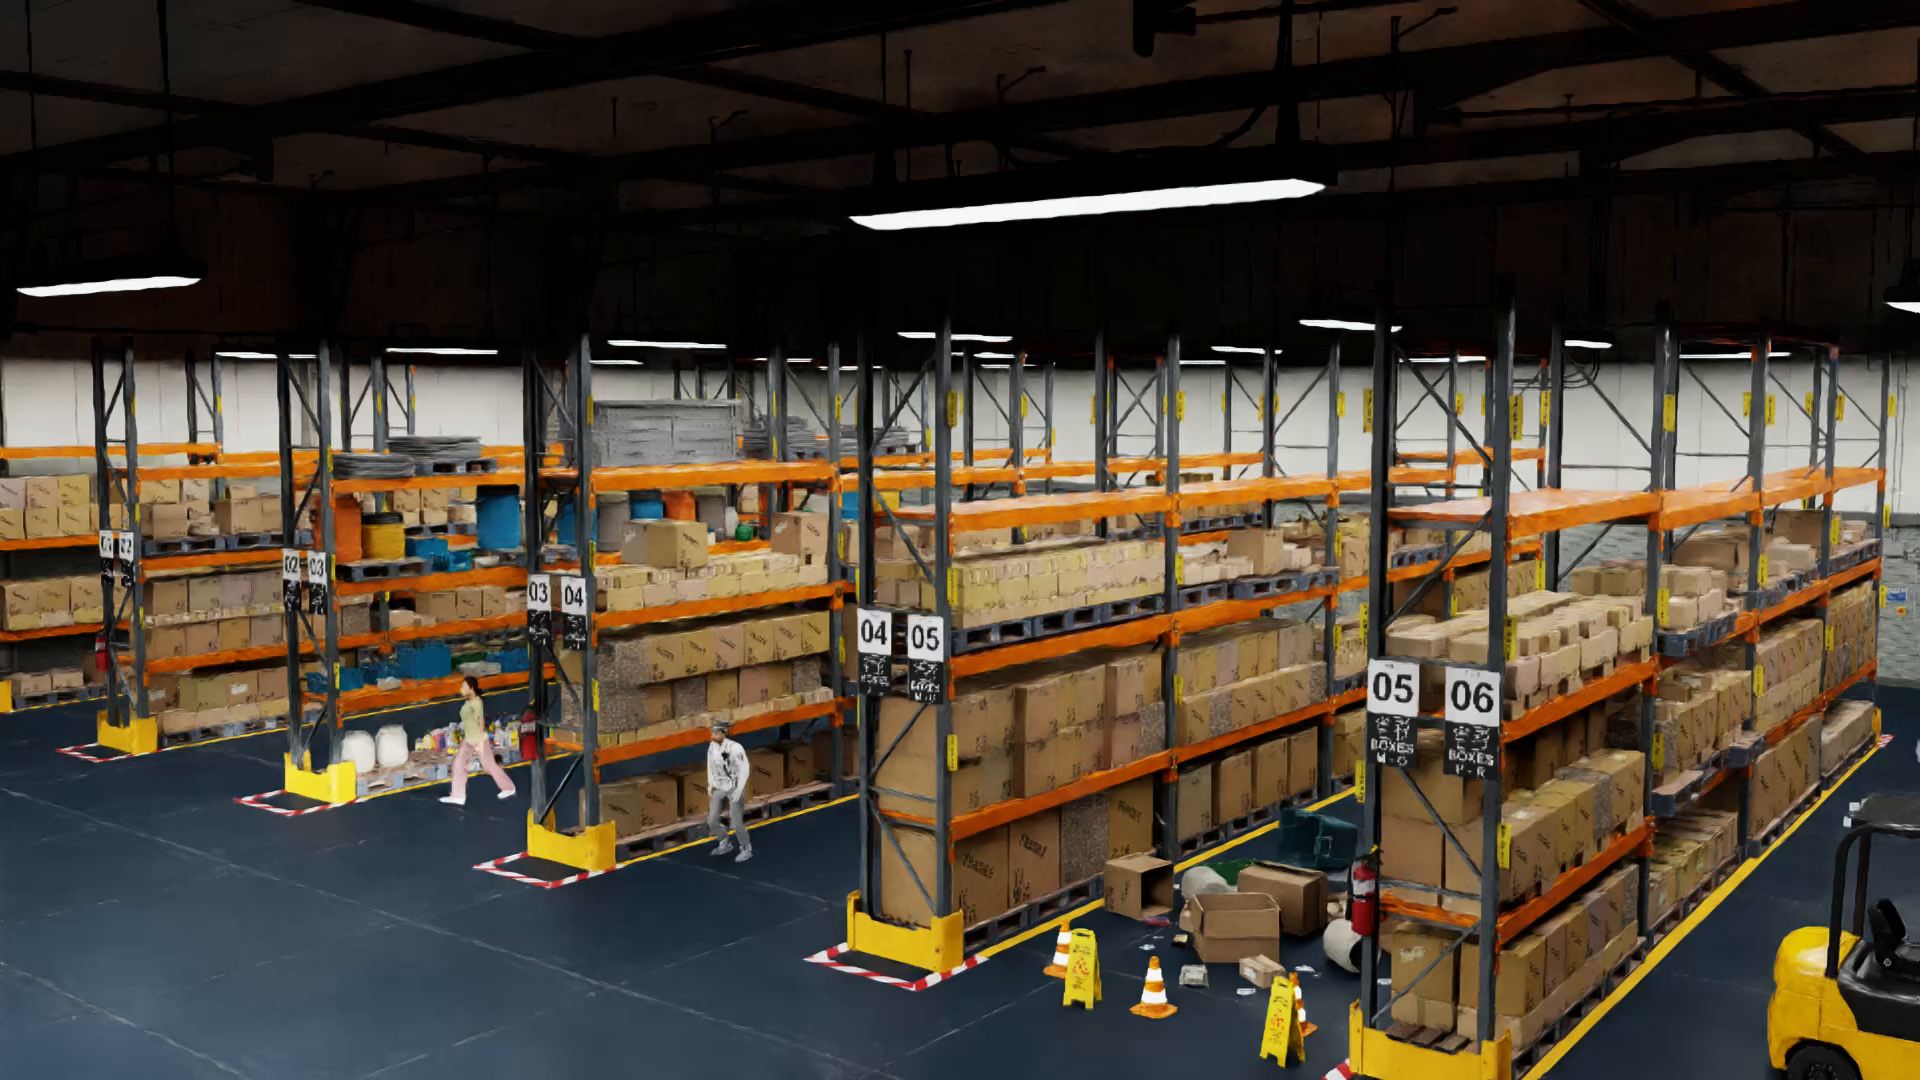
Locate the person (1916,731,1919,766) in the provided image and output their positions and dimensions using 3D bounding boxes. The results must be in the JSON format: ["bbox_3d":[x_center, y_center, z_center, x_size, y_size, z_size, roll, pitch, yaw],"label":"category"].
[{"bbox_3d":[11.439,2.648,19.436,0.482,1.622,0.994,3,6,29],"label":"person"}]

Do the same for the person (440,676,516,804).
[{"bbox_3d":[-6.084,2.531,21.026,0.924,1.604,0.466,-4,6,-36],"label":"person"}]

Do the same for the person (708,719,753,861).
[{"bbox_3d":[-2.575,2.754,18.453,0.639,1.632,0.506,3,6,35],"label":"person"}]
